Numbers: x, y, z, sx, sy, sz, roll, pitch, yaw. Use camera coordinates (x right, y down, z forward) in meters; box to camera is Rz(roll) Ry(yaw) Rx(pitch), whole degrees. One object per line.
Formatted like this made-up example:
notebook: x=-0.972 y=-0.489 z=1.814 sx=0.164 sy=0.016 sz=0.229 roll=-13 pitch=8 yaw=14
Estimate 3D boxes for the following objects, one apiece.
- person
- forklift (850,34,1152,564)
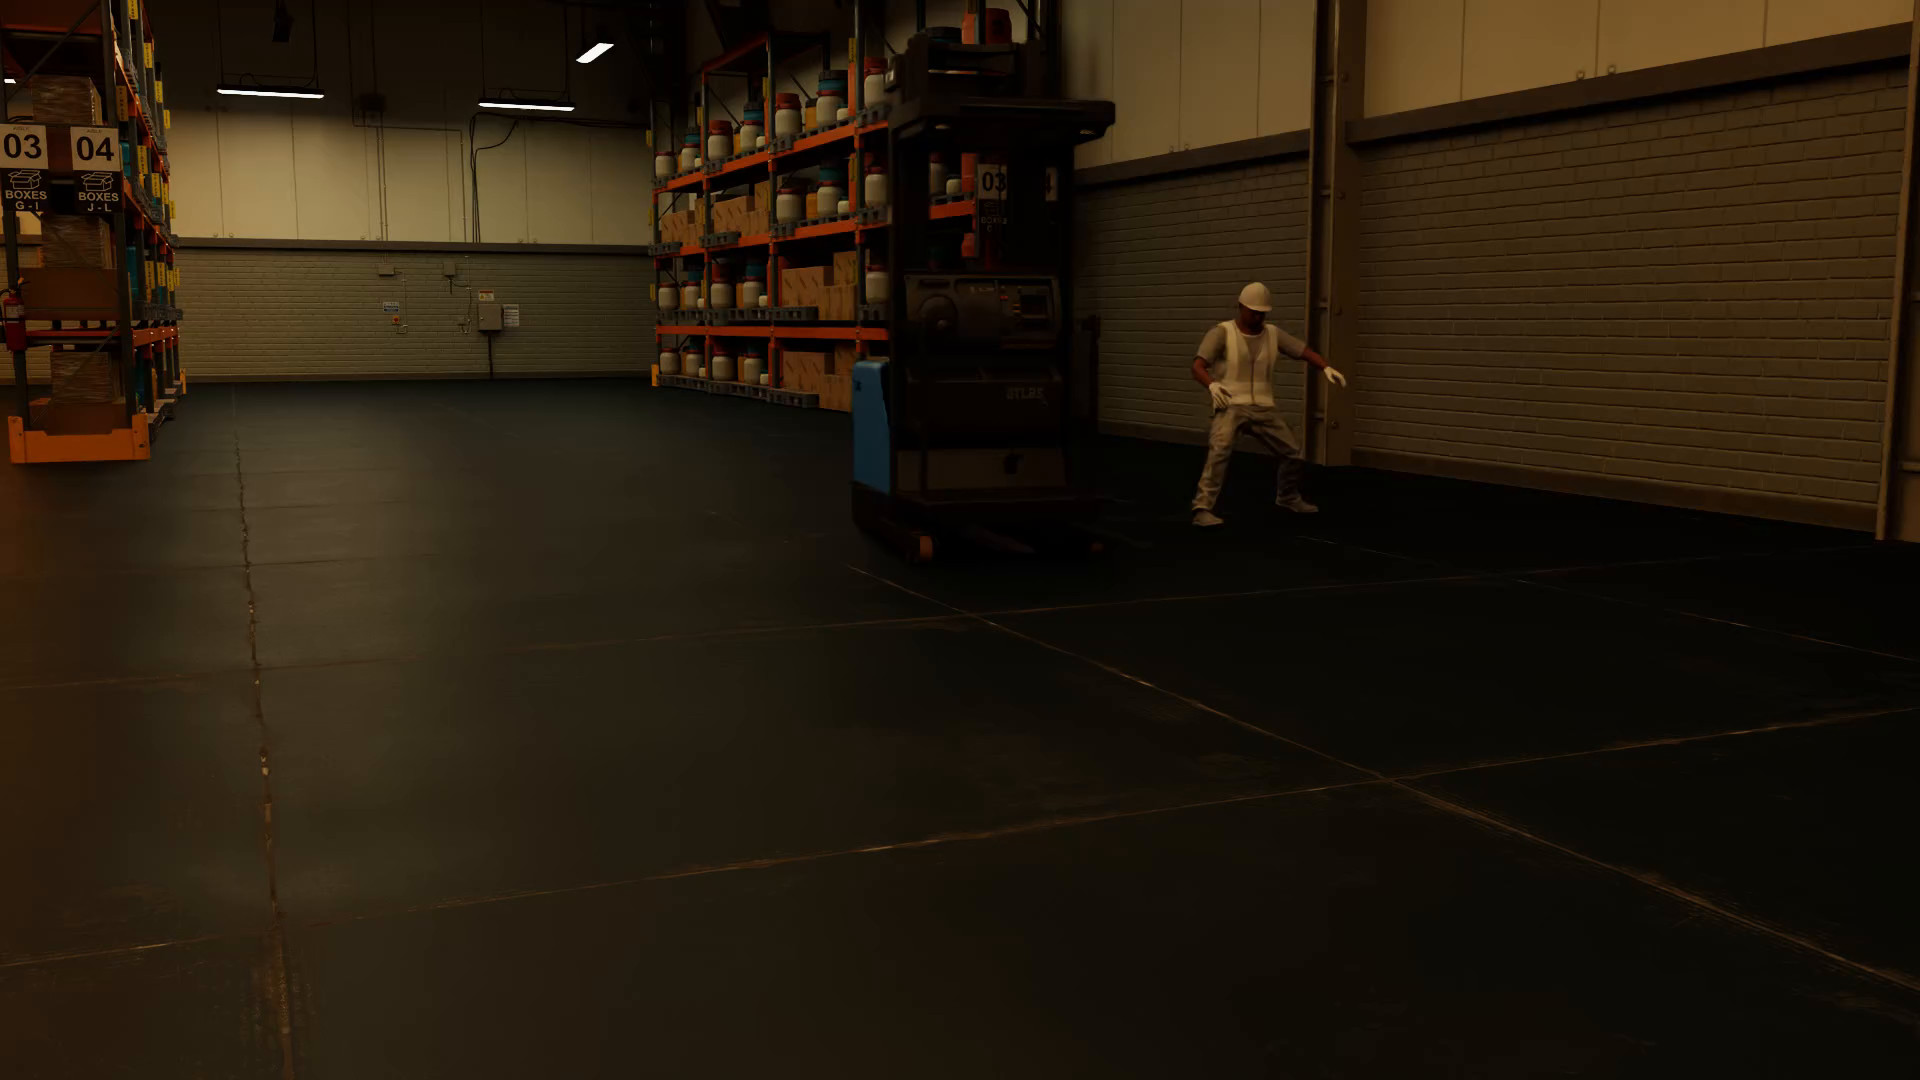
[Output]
person: x=1.993 y=-0.904 z=10.997 sx=1.162 sy=1.585 sz=1.010 roll=-2 pitch=8 yaw=-13
forklift: x=0.197 y=-1.374 z=9.363 sx=1.130 sy=2.935 sz=3.031 roll=-2 pitch=8 yaw=-16
